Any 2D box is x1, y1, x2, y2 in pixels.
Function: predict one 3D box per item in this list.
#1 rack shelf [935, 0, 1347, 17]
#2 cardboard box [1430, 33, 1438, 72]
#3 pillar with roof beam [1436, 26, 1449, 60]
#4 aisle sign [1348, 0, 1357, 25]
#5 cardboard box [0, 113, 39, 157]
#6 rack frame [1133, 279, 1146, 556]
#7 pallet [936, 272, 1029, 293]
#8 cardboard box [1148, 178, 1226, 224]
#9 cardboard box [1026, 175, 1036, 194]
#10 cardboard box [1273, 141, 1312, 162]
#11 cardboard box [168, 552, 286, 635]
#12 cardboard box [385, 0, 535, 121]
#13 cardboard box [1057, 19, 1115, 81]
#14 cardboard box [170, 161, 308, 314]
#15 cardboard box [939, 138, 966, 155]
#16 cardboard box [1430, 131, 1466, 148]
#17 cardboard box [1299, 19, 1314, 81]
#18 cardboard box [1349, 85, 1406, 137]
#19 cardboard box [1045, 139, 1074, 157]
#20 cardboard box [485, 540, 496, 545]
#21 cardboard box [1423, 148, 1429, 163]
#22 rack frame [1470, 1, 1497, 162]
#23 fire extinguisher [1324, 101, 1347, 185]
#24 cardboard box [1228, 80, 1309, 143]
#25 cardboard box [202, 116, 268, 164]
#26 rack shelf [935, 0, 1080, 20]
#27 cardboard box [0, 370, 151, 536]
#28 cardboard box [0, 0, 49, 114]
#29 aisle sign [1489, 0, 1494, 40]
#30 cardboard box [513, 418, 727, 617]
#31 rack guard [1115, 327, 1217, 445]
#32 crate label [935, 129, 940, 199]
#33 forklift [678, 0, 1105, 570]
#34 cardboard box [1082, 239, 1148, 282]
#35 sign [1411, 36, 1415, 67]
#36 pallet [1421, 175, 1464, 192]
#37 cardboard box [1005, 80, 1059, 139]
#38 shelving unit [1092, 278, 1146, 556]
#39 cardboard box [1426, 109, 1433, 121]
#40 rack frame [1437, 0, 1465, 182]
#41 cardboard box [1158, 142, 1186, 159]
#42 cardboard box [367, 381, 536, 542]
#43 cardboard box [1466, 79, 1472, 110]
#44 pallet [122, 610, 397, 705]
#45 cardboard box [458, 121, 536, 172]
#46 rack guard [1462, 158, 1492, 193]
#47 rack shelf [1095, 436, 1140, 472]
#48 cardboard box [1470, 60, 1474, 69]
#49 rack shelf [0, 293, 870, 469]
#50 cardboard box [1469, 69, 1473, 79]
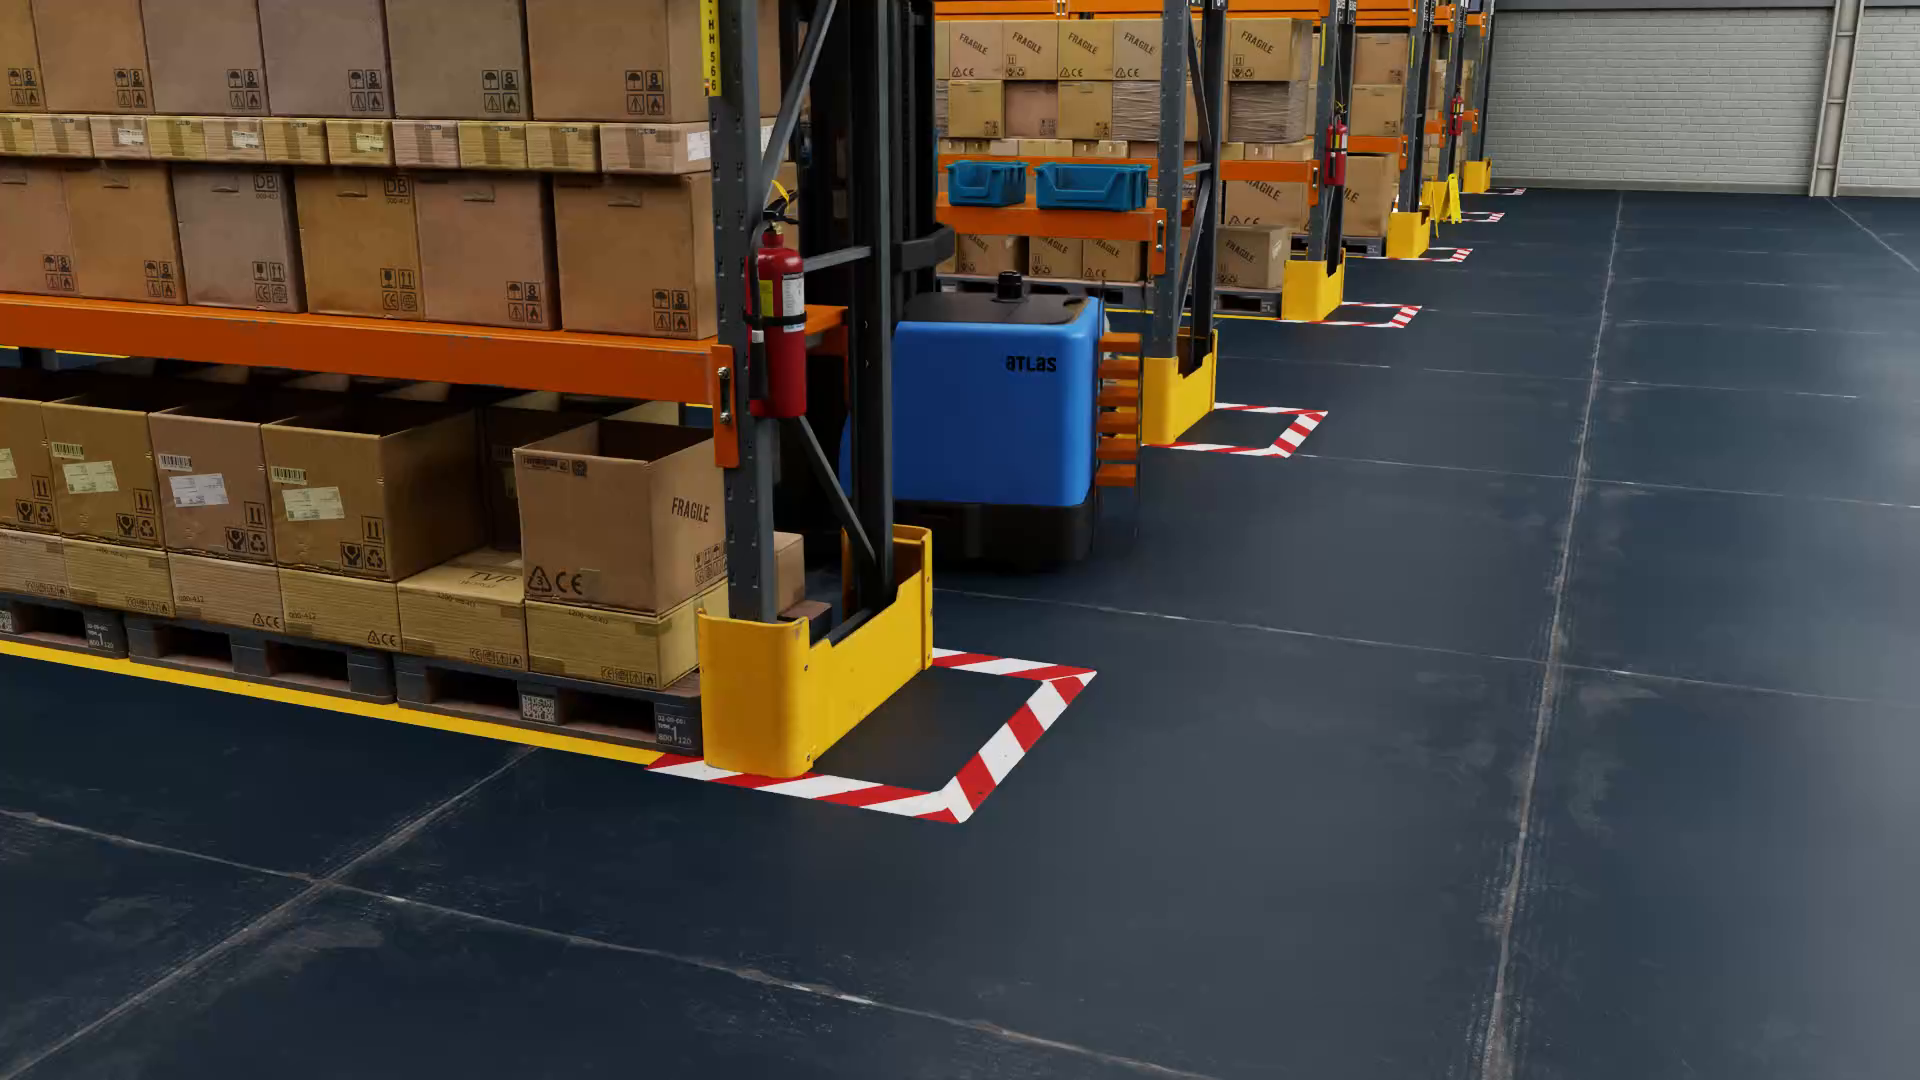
[{"bbox_3d":[1.300,-4.737,14.521,4.000,0.370,1.077,6,17,21],"label":"rack shelf"},{"bbox_3d":[6.241,-6.674,22.778,0.500,0.500,0.700,6,17,19],"label":"cardboard box"},{"bbox_3d":[6.717,-9.365,23.792,0.400,9.000,9.100,6,17,21],"label":"pillar with roof beam"},{"bbox_3d":[3.328,-4.758,14.018,0.004,0.787,0.394,6,17,21],"label":"aisle sign"},{"bbox_3d":[-3.302,-1.482,6.054,0.250,0.149,0.380,6,17,20],"label":"cardboard box"},{"bbox_3d":[0.798,-0.538,7.376,0.006,1.200,0.240,3,16,10],"label":"rack frame"},{"bbox_3d":[0.077,-2.448,15.728,1.213,0.211,1.003,6,17,21],"label":"pallet"},{"bbox_3d":[2.752,-4.130,19.579,0.875,0.875,0.875,6,17,21],"label":"cardboard box"},{"bbox_3d":[0.743,-4.284,20.333,0.750,0.750,1.050,6,17,20],"label":"cardboard box"},{"bbox_3d":[2.819,-3.293,14.086,0.250,0.149,0.380,6,17,21],"label":"cardboard box"},{"bbox_3d":[-2.485,0.121,6.054,0.500,0.250,0.500,6,17,21],"label":"cardboard box"},{"bbox_3d":[-1.448,-1.649,5.466,0.500,0.500,0.700,6,17,19],"label":"cardboard box"},{"bbox_3d":[1.164,-4.256,14.446,0.500,0.500,0.500,6,17,21],"label":"cardboard box"},{"bbox_3d":[-2.349,-1.126,5.991,0.500,0.500,0.700,7,18,22],"label":"cardboard box"},{"bbox_3d":[-0.001,-3.579,15.072,0.250,0.149,0.380,6,17,21],"label":"cardboard box"},{"bbox_3d":[8.071,-6.623,27.493,0.500,0.250,0.500,7,18,22],"label":"cardboard box"},{"bbox_3d":[2.748,-4.236,14.377,0.500,0.500,0.500,6,17,21],"label":"cardboard box"},{"bbox_3d":[4.712,-4.812,18.599,0.550,0.550,0.875,6,17,21],"label":"cardboard box"},{"bbox_3d":[0.929,-3.476,14.718,0.250,0.149,0.380,6,17,21],"label":"cardboard box"},{"bbox_3d":[-1.827,0.036,6.348,0.500,0.250,0.500,6,17,21],"label":"cardboard box"},{"bbox_3d":[7.584,-6.440,27.757,0.500,0.250,0.500,6,17,20],"label":"cardboard box"},{"bbox_3d":[8.614,-7.296,27.424,0.127,3.000,1.000,6,17,21],"label":"rack frame"},{"bbox_3d":[3.097,-3.269,13.693,0.183,0.674,0.296,6,17,21],"label":"fire extinguisher"},{"bbox_3d":[2.659,-3.692,14.298,0.500,0.500,0.875,6,17,21],"label":"cardboard box"},{"bbox_3d":[-2.347,-1.376,5.691,0.250,0.149,0.380,6,17,20],"label":"cardboard box"},{"bbox_3d":[-0.508,-6.422,20.326,4.000,0.370,1.077,6,17,21],"label":"rack shelf"},{"bbox_3d":[-3.415,-0.342,6.303,0.500,0.500,0.500,6,17,21],"label":"cardboard box"},{"bbox_3d":[-3.314,-1.854,6.173,0.500,0.500,0.700,6,17,20],"label":"cardboard box"},{"bbox_3d":[8.567,-8.461,26.776,0.004,0.787,0.394,6,17,21],"label":"aisle sign"},{"bbox_3d":[-1.086,-0.088,5.429,0.500,0.500,0.500,6,17,21],"label":"cardboard box"},{"bbox_3d":[1.255,-0.948,10.043,0.348,0.500,1.175,6,17,21],"label":"rack guard"},{"bbox_3d":[-0.469,-2.288,10.112,0.616,0.435,0.502,6,17,21],"label":"crate label"},{"bbox_3d":[-0.879,-1.457,7.437,3.031,2.935,1.130,3,16,10],"label":"forklift"},{"bbox_3d":[1.441,-2.628,15.077,0.500,0.500,0.500,8,18,26],"label":"cardboard box"},{"bbox_3d":[4.862,-5.244,17.856,0.005,0.325,0.100,6,17,21],"label":"sign"},{"bbox_3d":[7.887,-6.024,28.044,1.213,0.211,1.003,6,17,21],"label":"pallet"},{"bbox_3d":[0.789,-3.890,14.981,0.500,0.500,0.875,6,17,21],"label":"cardboard box"},{"bbox_3d":[0.708,-0.543,7.392,0.189,1.200,0.258,3,16,10],"label":"shelving unit"},{"bbox_3d":[6.370,-5.870,22.964,0.250,0.149,0.380,7,18,22],"label":"cardboard box"},{"bbox_3d":[6.796,-6.008,22.988,0.127,3.000,1.000,6,17,21],"label":"rack frame"},{"bbox_3d":[1.891,-3.396,14.443,0.250,0.149,0.380,6,17,21],"label":"cardboard box"},{"bbox_3d":[-1.831,-0.321,6.233,0.500,0.500,0.500,6,17,21],"label":"cardboard box"},{"bbox_3d":[8.255,-7.466,27.832,0.500,0.500,0.500,7,18,22],"label":"cardboard box"},{"bbox_3d":[-2.336,0.278,6.338,1.213,0.211,1.003,6,17,21],"label":"pallet"},{"bbox_3d":[-1.385,-1.270,5.327,0.250,0.149,0.380,6,17,20],"label":"cardboard box"},{"bbox_3d":[8.636,-6.093,27.764,0.348,0.500,1.175,6,17,21],"label":"rack guard"},{"bbox_3d":[0.708,-0.385,7.437,0.180,0.103,0.258,3,16,10],"label":"rack shelf"},{"bbox_3d":[8.380,-7.888,27.587,0.250,0.149,0.380,6,17,20],"label":"cardboard box"},{"bbox_3d":[-2.339,-0.728,6.091,4.000,0.370,1.077,6,17,21],"label":"rack shelf"},{"bbox_3d":[8.394,-7.757,27.671,0.250,0.149,0.380,6,17,19],"label":"cardboard box"}]
